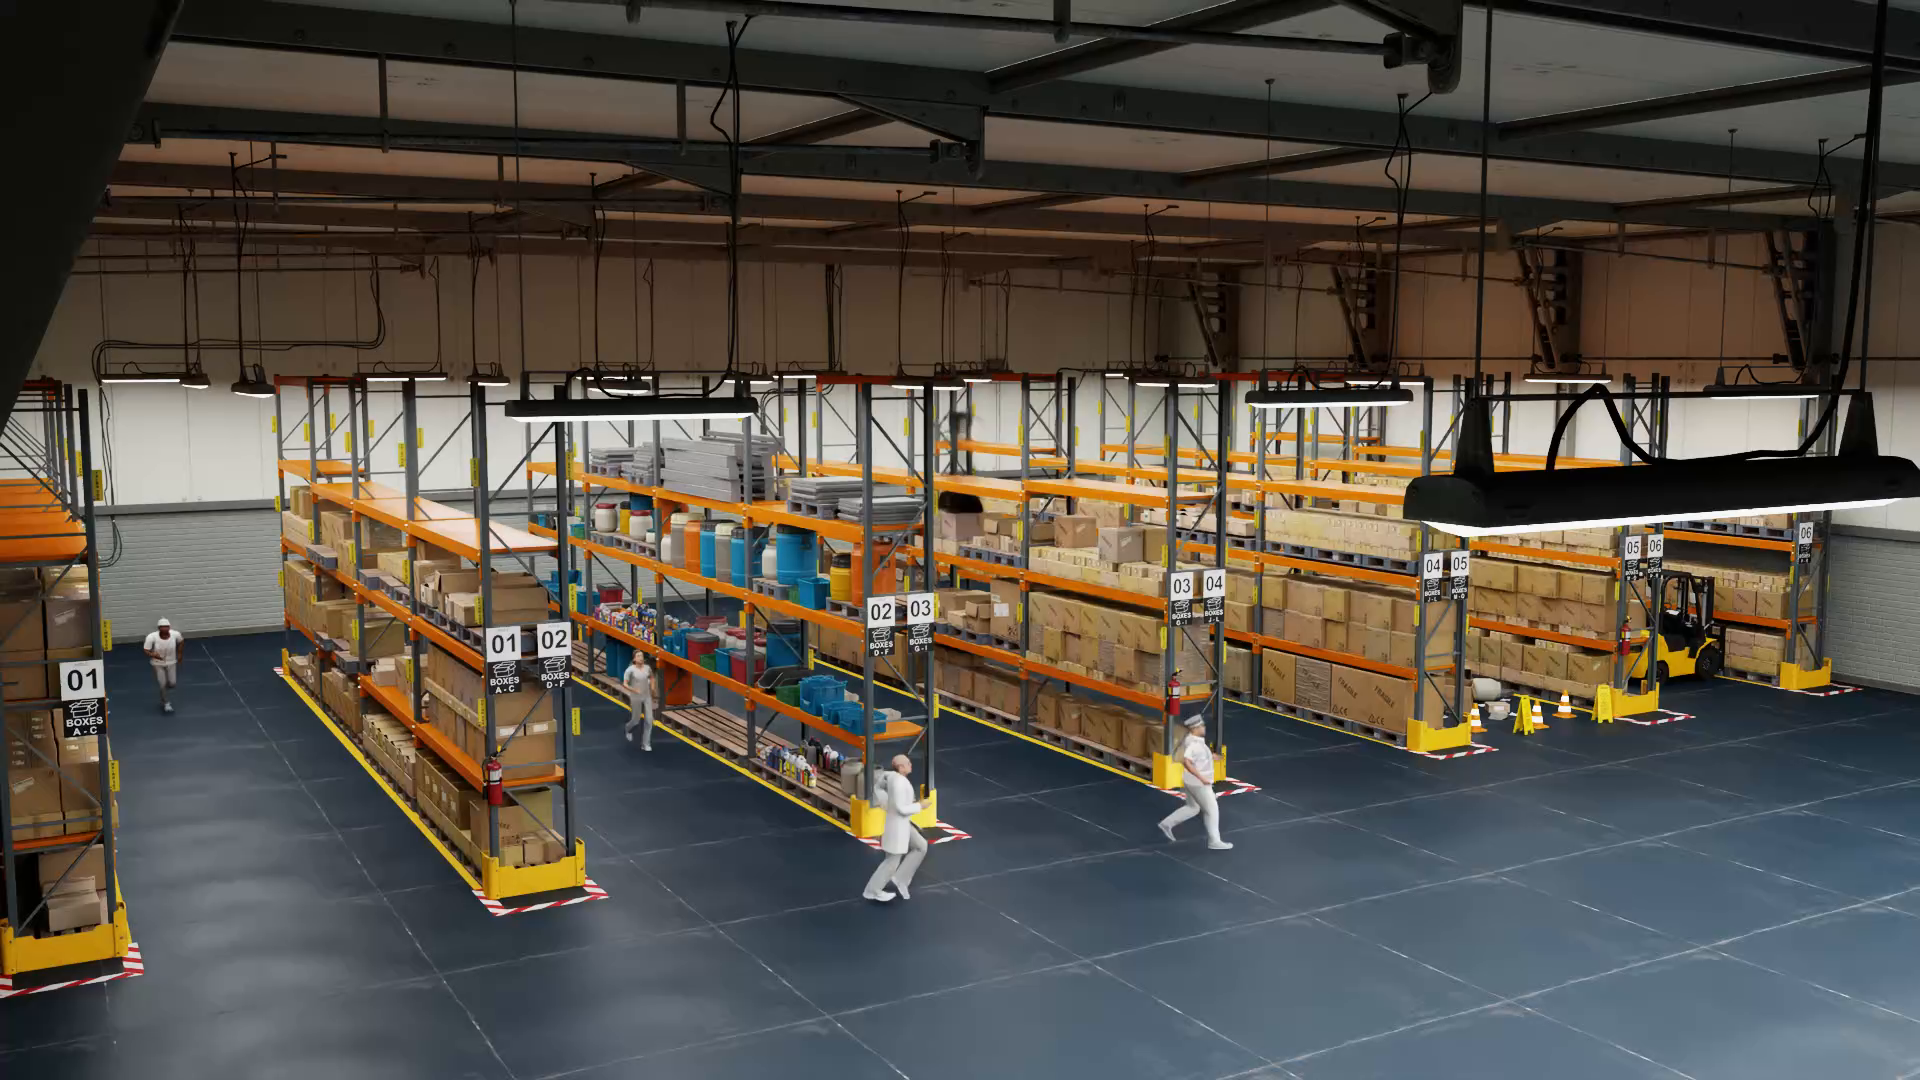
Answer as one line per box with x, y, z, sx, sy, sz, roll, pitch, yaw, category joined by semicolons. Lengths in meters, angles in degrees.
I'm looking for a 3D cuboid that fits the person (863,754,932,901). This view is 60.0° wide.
-0.727;3.375;19.267;0.814;1.743;0.693;0;6;-2;person

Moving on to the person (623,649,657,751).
-5.183;2.574;26.955;0.573;1.628;0.758;-4;7;-33;person

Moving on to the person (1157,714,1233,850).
3.038;3.107;21.380;0.959;1.750;0.672;-1;6;-5;person

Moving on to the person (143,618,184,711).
-14.241;2.230;29.792;0.688;1.702;0.729;-4;7;-33;person
